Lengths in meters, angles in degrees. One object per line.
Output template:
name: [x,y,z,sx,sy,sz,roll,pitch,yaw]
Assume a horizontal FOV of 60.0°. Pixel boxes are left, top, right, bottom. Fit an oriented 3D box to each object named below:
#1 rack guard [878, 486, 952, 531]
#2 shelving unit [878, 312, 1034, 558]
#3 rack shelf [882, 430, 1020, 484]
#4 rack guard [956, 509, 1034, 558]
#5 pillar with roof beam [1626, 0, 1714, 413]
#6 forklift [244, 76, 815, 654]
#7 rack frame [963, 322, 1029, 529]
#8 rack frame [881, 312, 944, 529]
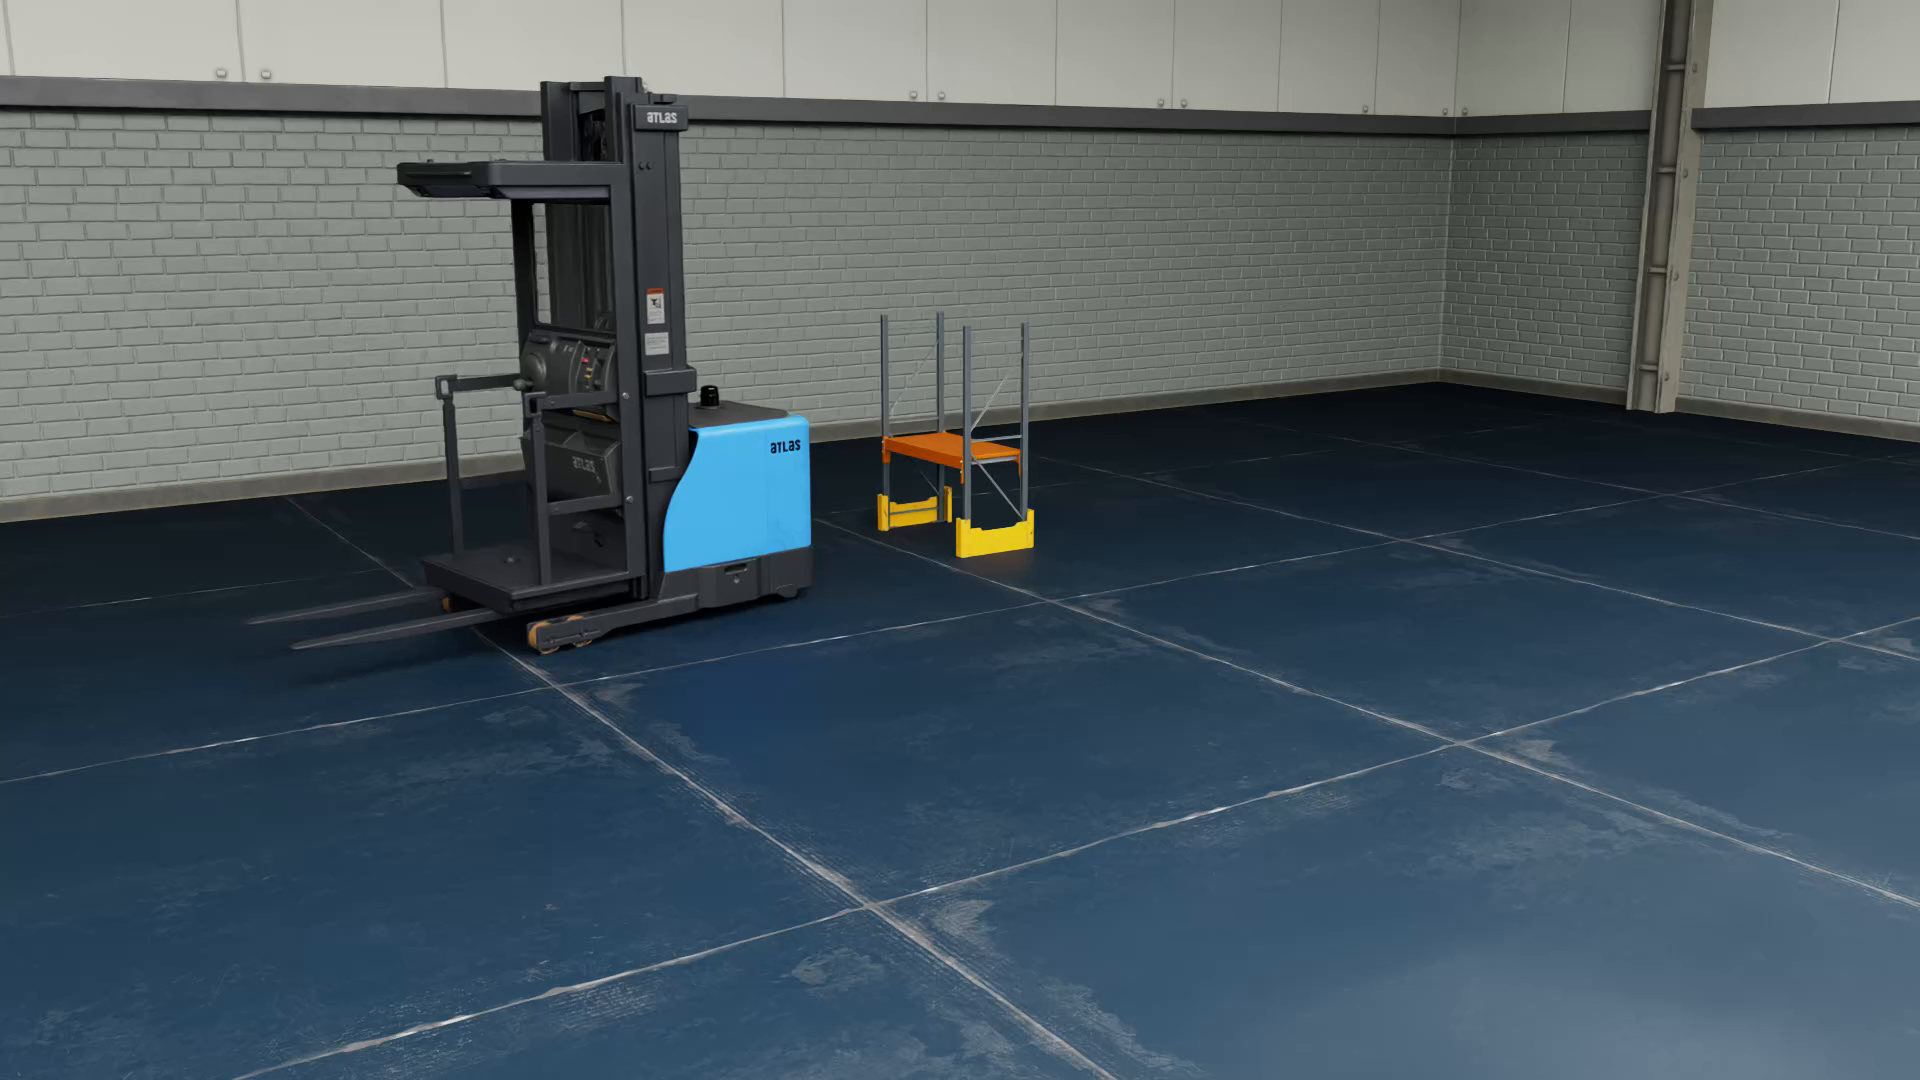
rack guard: [-0.318,-0.224,11.802,0.587,0.250,0.087,-8,15,-33]
shelving unit: [-0.042,-0.746,11.264,0.587,1.500,1.083,-8,15,-33]
rack shelf: [-0.047,-0.572,11.309,0.538,0.185,1.000,-8,15,-33]
rack guard: [0.234,-0.047,10.992,0.587,0.250,0.087,-8,15,-33]
pillar with roof beam: [3.757,-5.267,14.382,9.100,9.000,0.400,-8,15,-33]
forklift: [-2.288,-0.965,8.914,3.031,2.935,1.130,-11,16,-41]
rack frame: [0.234,-0.657,10.857,0.500,1.500,0.032,-8,15,-33]
rack frame: [-0.329,-0.838,11.684,0.500,1.500,0.032,-8,15,-33]
